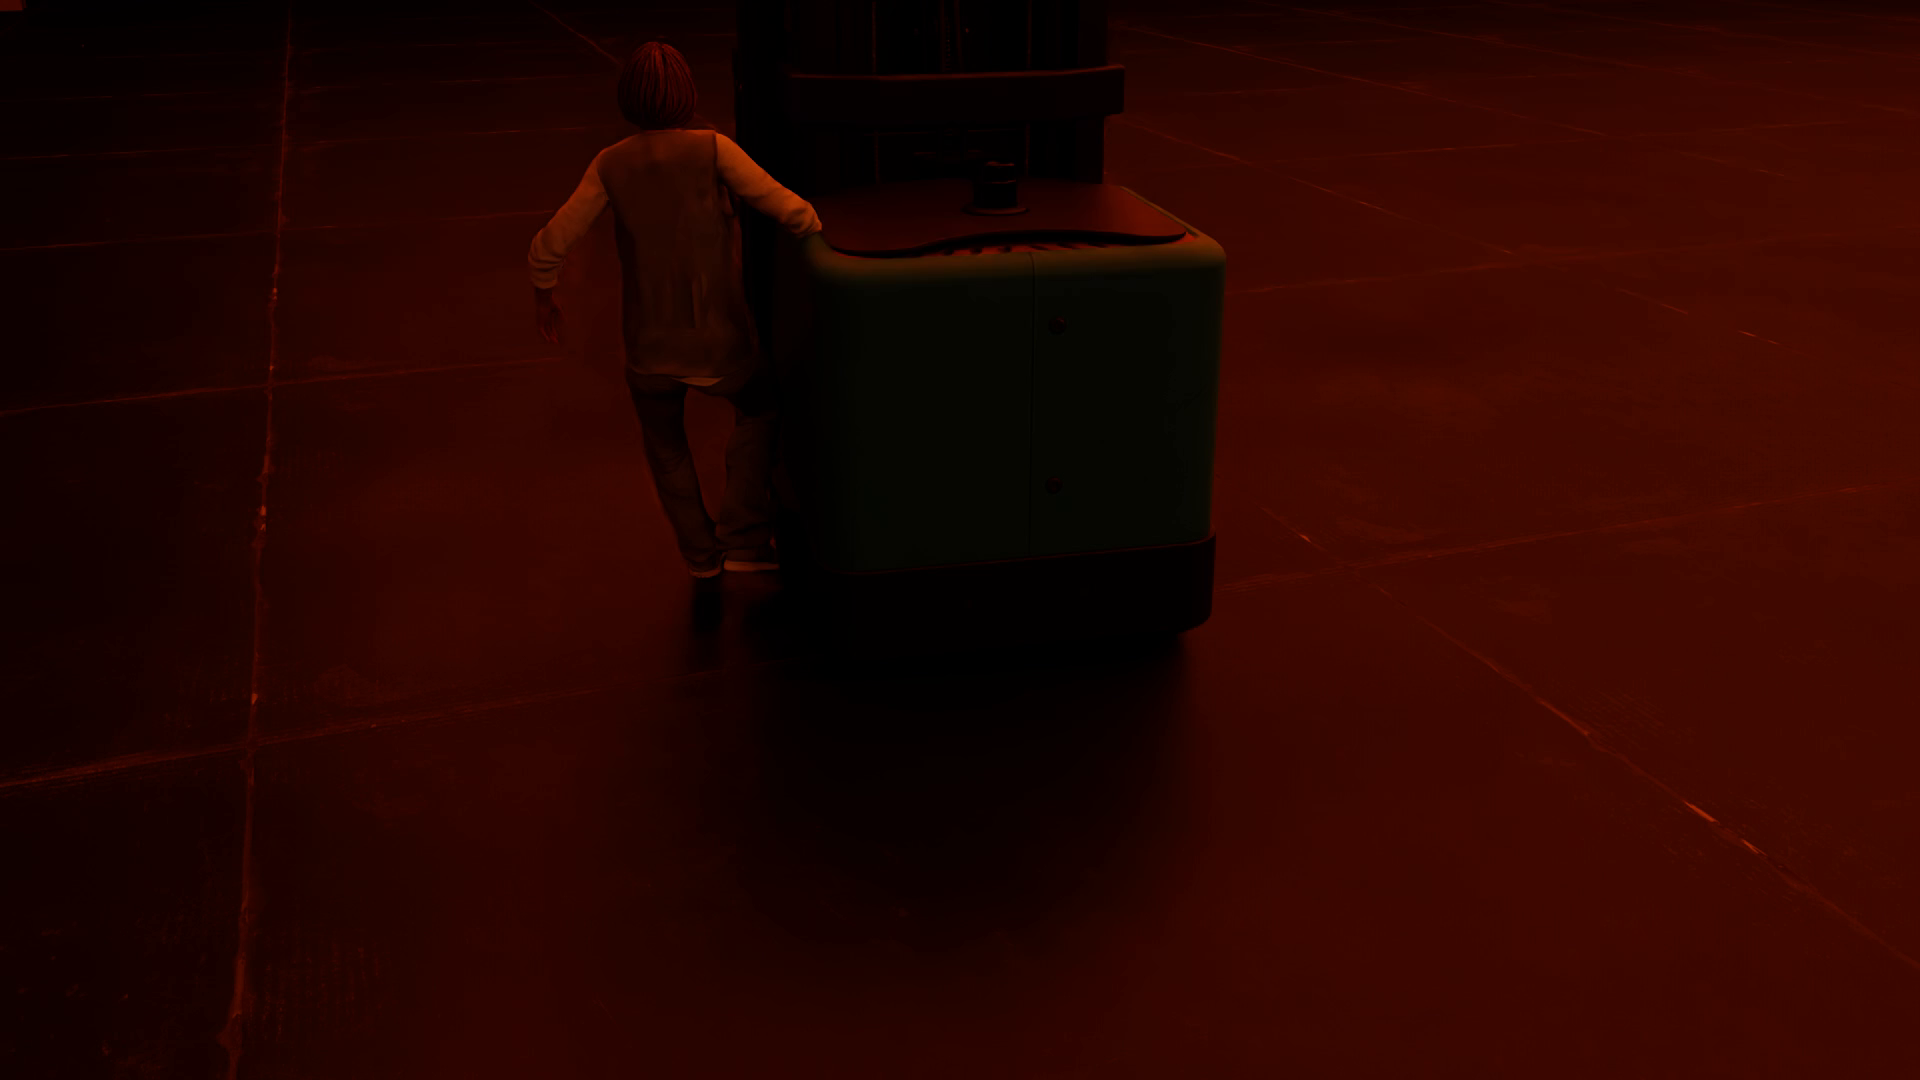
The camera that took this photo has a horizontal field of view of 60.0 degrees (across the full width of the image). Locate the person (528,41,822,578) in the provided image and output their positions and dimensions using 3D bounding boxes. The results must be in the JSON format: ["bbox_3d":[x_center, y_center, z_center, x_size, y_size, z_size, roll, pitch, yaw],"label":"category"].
[{"bbox_3d":[-0.701,-0.553,4.471,0.794,1.516,0.651,2,23,5],"label":"person"}]

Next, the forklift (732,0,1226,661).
[{"bbox_3d":[-0.160,-1.590,5.079,1.130,2.935,3.031,-5,23,-12],"label":"forklift"}]
